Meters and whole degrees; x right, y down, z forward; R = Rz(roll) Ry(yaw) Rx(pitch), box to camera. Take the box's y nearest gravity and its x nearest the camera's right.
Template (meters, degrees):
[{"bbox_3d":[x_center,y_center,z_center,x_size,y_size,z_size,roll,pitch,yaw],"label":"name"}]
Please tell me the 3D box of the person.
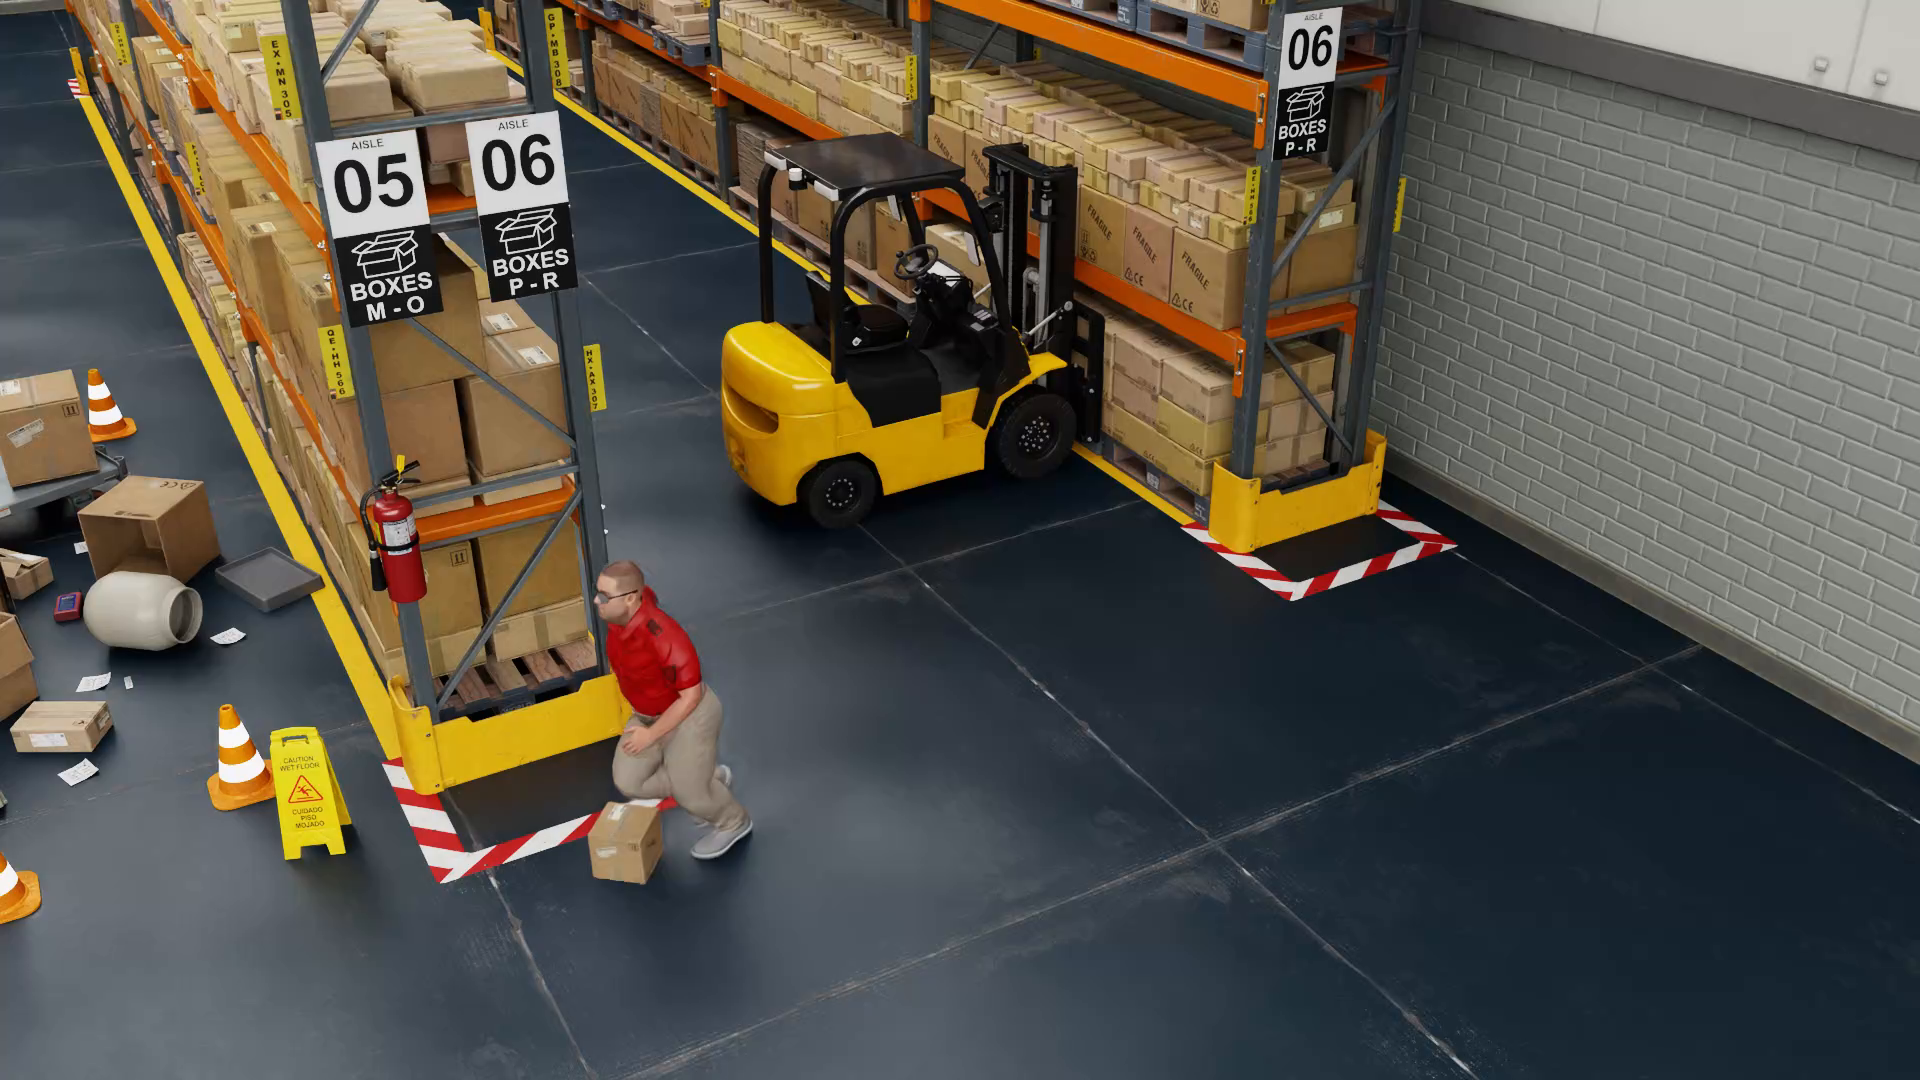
[{"bbox_3d":[-1.253,0.752,7.315,0.641,1.632,0.683,-22,36,-35],"label":"person"}]
